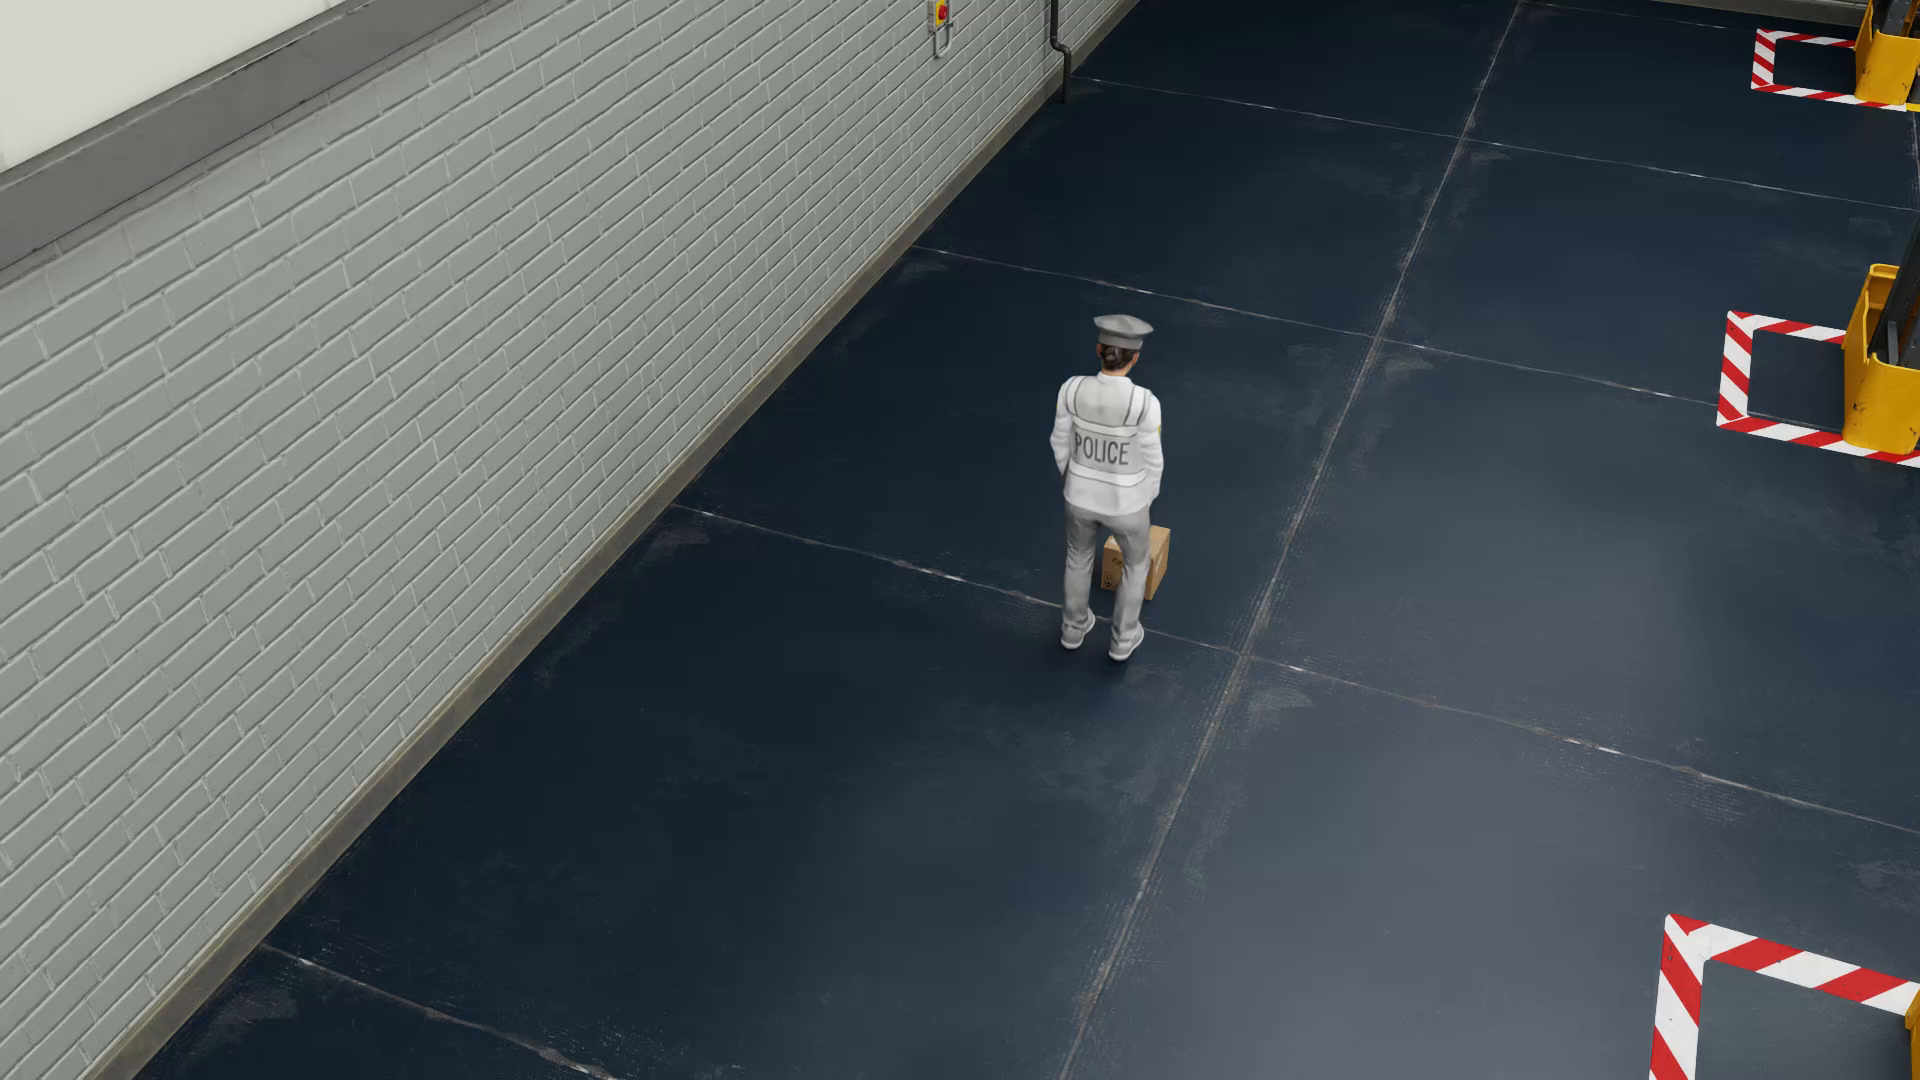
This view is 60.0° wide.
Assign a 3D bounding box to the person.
[{"bbox_3d":[0.621,-0.203,7.115,0.496,1.636,0.428,15,40,19],"label":"person"}]
